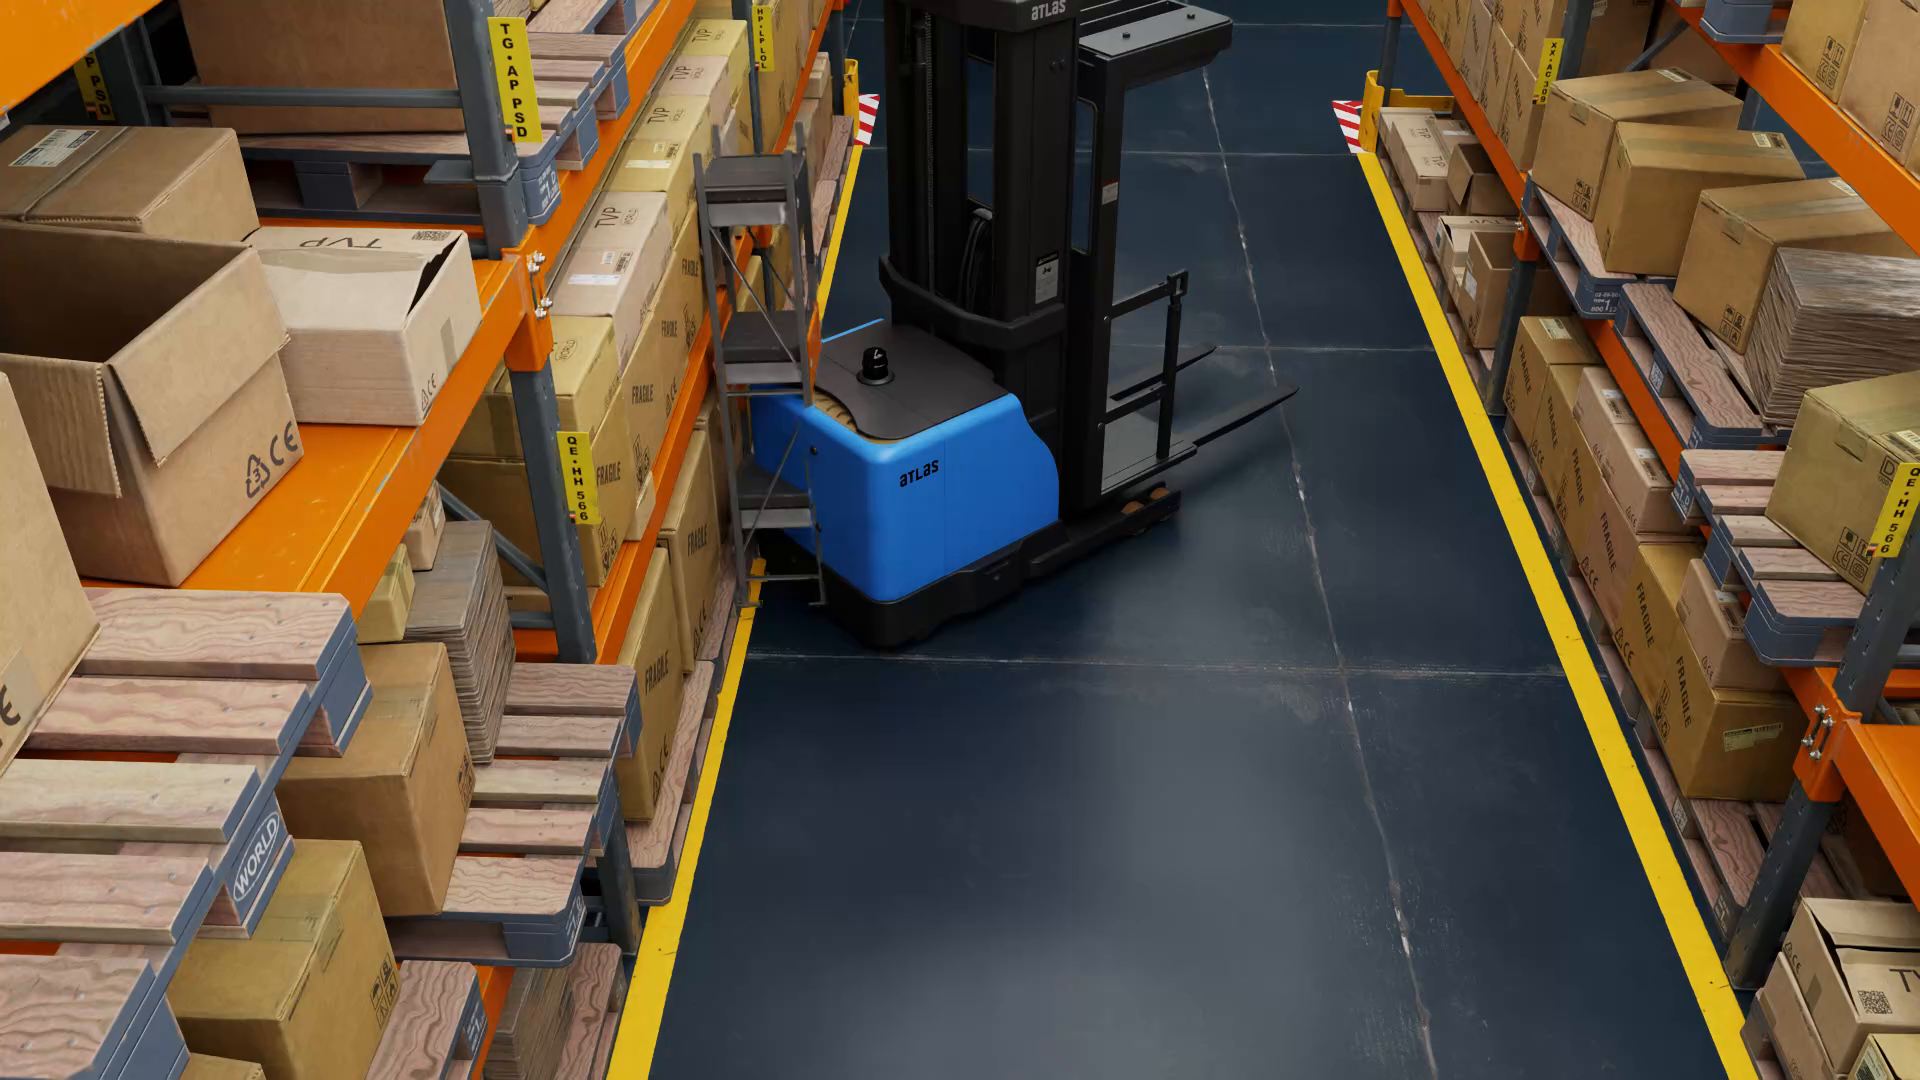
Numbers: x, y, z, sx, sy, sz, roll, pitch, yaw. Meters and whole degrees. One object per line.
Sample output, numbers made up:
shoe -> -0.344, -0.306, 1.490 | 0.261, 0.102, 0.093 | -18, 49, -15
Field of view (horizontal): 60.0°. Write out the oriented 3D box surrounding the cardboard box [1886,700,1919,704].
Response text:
cardboard box -> 3.588, 0.651, 6.506 | 0.500, 0.500, 0.500 | 0, 35, 0

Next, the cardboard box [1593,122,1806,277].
cardboard box -> 3.222, -1.483, 7.299 | 0.700, 0.500, 0.500 | 7, 36, 9

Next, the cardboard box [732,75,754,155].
cardboard box -> -1.287, -1.946, 8.047 | 0.500, 0.500, 0.500 | 1, 35, 1

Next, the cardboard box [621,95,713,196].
cardboard box -> -1.335, -1.663, 6.992 | 0.500, 0.250, 0.500 | 2, 35, 3

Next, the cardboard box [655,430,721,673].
cardboard box -> -1.479, 0.037, 7.093 | 0.750, 0.750, 0.750 | 1, 35, 2

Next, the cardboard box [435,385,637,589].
cardboard box -> -1.406, -0.192, 5.551 | 0.500, 0.500, 0.500 | 2, 35, 3

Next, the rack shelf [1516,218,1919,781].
rack shelf -> 3.349, -0.490, 6.965 | 1.077, 0.370, 4.000 | 1, 35, 2

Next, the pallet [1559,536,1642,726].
pallet -> 3.388, 0.378, 7.529 | 1.003, 0.211, 1.213 | 1, 35, 2

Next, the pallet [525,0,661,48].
pallet -> -1.667, -1.912, 5.917 | 1.003, 0.211, 1.213 | 3, 35, 4

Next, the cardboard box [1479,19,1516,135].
cardboard box -> 3.212, -2.564, 9.203 | 0.500, 0.500, 0.500 | 2, 35, 3

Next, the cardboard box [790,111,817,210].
cardboard box -> -1.328, -2.512, 11.025 | 0.700, 0.500, 0.500 | 0, 35, 0

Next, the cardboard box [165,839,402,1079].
cardboard box -> -1.718, 1.018, 3.724 | 0.700, 0.500, 0.500 | 1, 35, 2

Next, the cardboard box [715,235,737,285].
cardboard box -> -1.245, -1.304, 7.698 | 0.380, 0.149, 0.250 | 1, 35, 2

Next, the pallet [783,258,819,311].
pallet -> -1.412, -1.340, 9.974 | 1.003, 0.211, 1.213 | 1, 35, 2

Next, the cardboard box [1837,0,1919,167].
cardboard box -> 3.273, -1.448, 5.006 | 0.910, 0.500, 0.500 | 1, 35, 2

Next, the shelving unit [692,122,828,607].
shelving unit -> -0.840, -0.744, 7.406 | 0.431, 2.100, 0.503 | -1, 27, 2

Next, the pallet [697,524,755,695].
pallet -> -1.523, 0.243, 7.721 | 1.003, 0.211, 1.213 | 1, 35, 2

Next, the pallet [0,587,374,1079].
pallet -> -1.672, 0.452, 2.553 | 1.213, 0.211, 1.003 | 1, 35, 2

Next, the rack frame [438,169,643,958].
rack frame -> -1.681, 0.252, 5.283 | 1.000, 3.000, 0.127 | 1, 35, 2

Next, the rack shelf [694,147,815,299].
rack shelf -> -0.864, -1.355, 7.094 | 0.431, 0.518, 0.480 | -1, 27, 2

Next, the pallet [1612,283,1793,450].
pallet -> 3.342, -0.675, 6.768 | 1.003, 0.211, 1.213 | 1, 35, 2

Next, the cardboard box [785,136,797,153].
cardboard box -> -1.171, -2.380, 10.273 | 0.380, 0.149, 0.250 | 0, 35, 1

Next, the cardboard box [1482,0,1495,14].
cardboard box -> 3.229, -3.264, 9.329 | 0.500, 0.500, 0.500 | 2, 35, 2

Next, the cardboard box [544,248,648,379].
cardboard box -> -1.385, -0.789, 5.749 | 0.500, 0.250, 0.500 | 1, 35, 1

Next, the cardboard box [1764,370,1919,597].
cardboard box -> 3.181, -0.213, 5.492 | 0.700, 0.500, 0.500 | -10, 36, -14

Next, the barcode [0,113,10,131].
barcode -> -2.282, -1.008, 3.945 | 0.001, 0.075, 0.075 | 1, 35, 2

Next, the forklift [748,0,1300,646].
forklift -> 0.478, -1.432, 7.738 | 3.031, 2.935, 1.130 | -26, 43, -32

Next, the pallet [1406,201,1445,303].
pallet -> 3.504, -1.890, 10.756 | 1.003, 0.211, 1.213 | 1, 35, 2

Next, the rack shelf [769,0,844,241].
rack shelf -> -1.440, -2.901, 10.395 | 1.077, 0.370, 4.000 | 1, 35, 2

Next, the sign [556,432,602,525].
sign -> -1.139, -0.182, 4.962 | 0.100, 0.325, 0.005 | 1, 35, 2

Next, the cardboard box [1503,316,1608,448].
cardboard box -> 3.166, -0.819, 8.598 | 0.500, 0.500, 0.500 | 0, 35, 0

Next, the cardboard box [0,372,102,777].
cardboard box -> -1.691, 0.089, 2.453 | 0.500, 0.500, 0.500 | 0, 35, 0

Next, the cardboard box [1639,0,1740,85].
cardboard box -> 3.729, -2.648, 8.453 | 0.500, 0.500, 0.500 | 2, 35, 3

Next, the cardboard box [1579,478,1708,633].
cardboard box -> 3.107, 0.065, 7.340 | 0.500, 0.500, 0.500 | 0, 35, 0

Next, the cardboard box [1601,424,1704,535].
cardboard box -> 3.106, -0.263, 7.155 | 0.500, 0.250, 0.500 | 1, 35, 1

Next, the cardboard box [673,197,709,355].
cardboard box -> -1.342, -1.077, 6.811 | 0.500, 0.500, 0.500 | 2, 35, 3

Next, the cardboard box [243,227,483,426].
cardboard box -> -1.440, -0.527, 3.843 | 0.500, 0.311, 0.500 | 1, 35, 2

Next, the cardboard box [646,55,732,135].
cardboard box -> -1.314, -1.956, 7.409 | 0.500, 0.250, 0.500 | 2, 35, 3

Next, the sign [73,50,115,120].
sign -> -2.236, -1.237, 4.274 | 0.100, 0.325, 0.005 | 1, 35, 2

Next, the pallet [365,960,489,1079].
pallet -> -1.720, 1.469, 3.718 | 1.003, 0.211, 1.213 | 1, 35, 2

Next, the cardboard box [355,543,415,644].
cardboard box -> -1.663, 0.150, 4.394 | 0.380, 0.149, 0.250 | -4, 35, -6

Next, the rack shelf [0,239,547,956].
rack shelf -> -1.762, 0.468, 2.992 | 1.077, 0.370, 4.000 | 1, 35, 2

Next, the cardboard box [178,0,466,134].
cardboard box -> -1.720, -1.471, 4.656 | 0.700, 0.500, 0.500 | -1, 35, -2

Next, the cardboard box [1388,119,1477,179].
cardboard box -> 3.264, -2.694, 11.483 | 0.500, 0.250, 0.500 | 1, 35, 2

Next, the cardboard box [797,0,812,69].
cardboard box -> -1.428, -3.318, 10.101 | 0.980, 0.700, 0.700 | 0, 35, 0

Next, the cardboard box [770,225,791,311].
cardboard box -> -1.388, -1.623, 9.759 | 0.700, 0.500, 0.500 | 2, 35, 2

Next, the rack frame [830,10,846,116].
rack frame -> -1.360, -4.344, 11.823 | 1.000, 3.000, 0.127 | 1, 35, 2

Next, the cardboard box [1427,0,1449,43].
cardboard box -> 3.270, -3.439, 10.448 | 0.500, 0.500, 0.500 | 1, 35, 2

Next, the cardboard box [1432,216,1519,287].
cardboard box -> 3.199, -1.779, 10.128 | 0.500, 0.311, 0.500 | 1, 35, 2

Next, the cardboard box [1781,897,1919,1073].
cardboard box -> 2.954, 1.382, 5.213 | 0.500, 0.311, 0.500 | 2, 35, 3

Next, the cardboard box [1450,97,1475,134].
cardboard box -> 3.814, -3.071, 11.803 | 0.500, 0.500, 0.500 | 1, 35, 2
